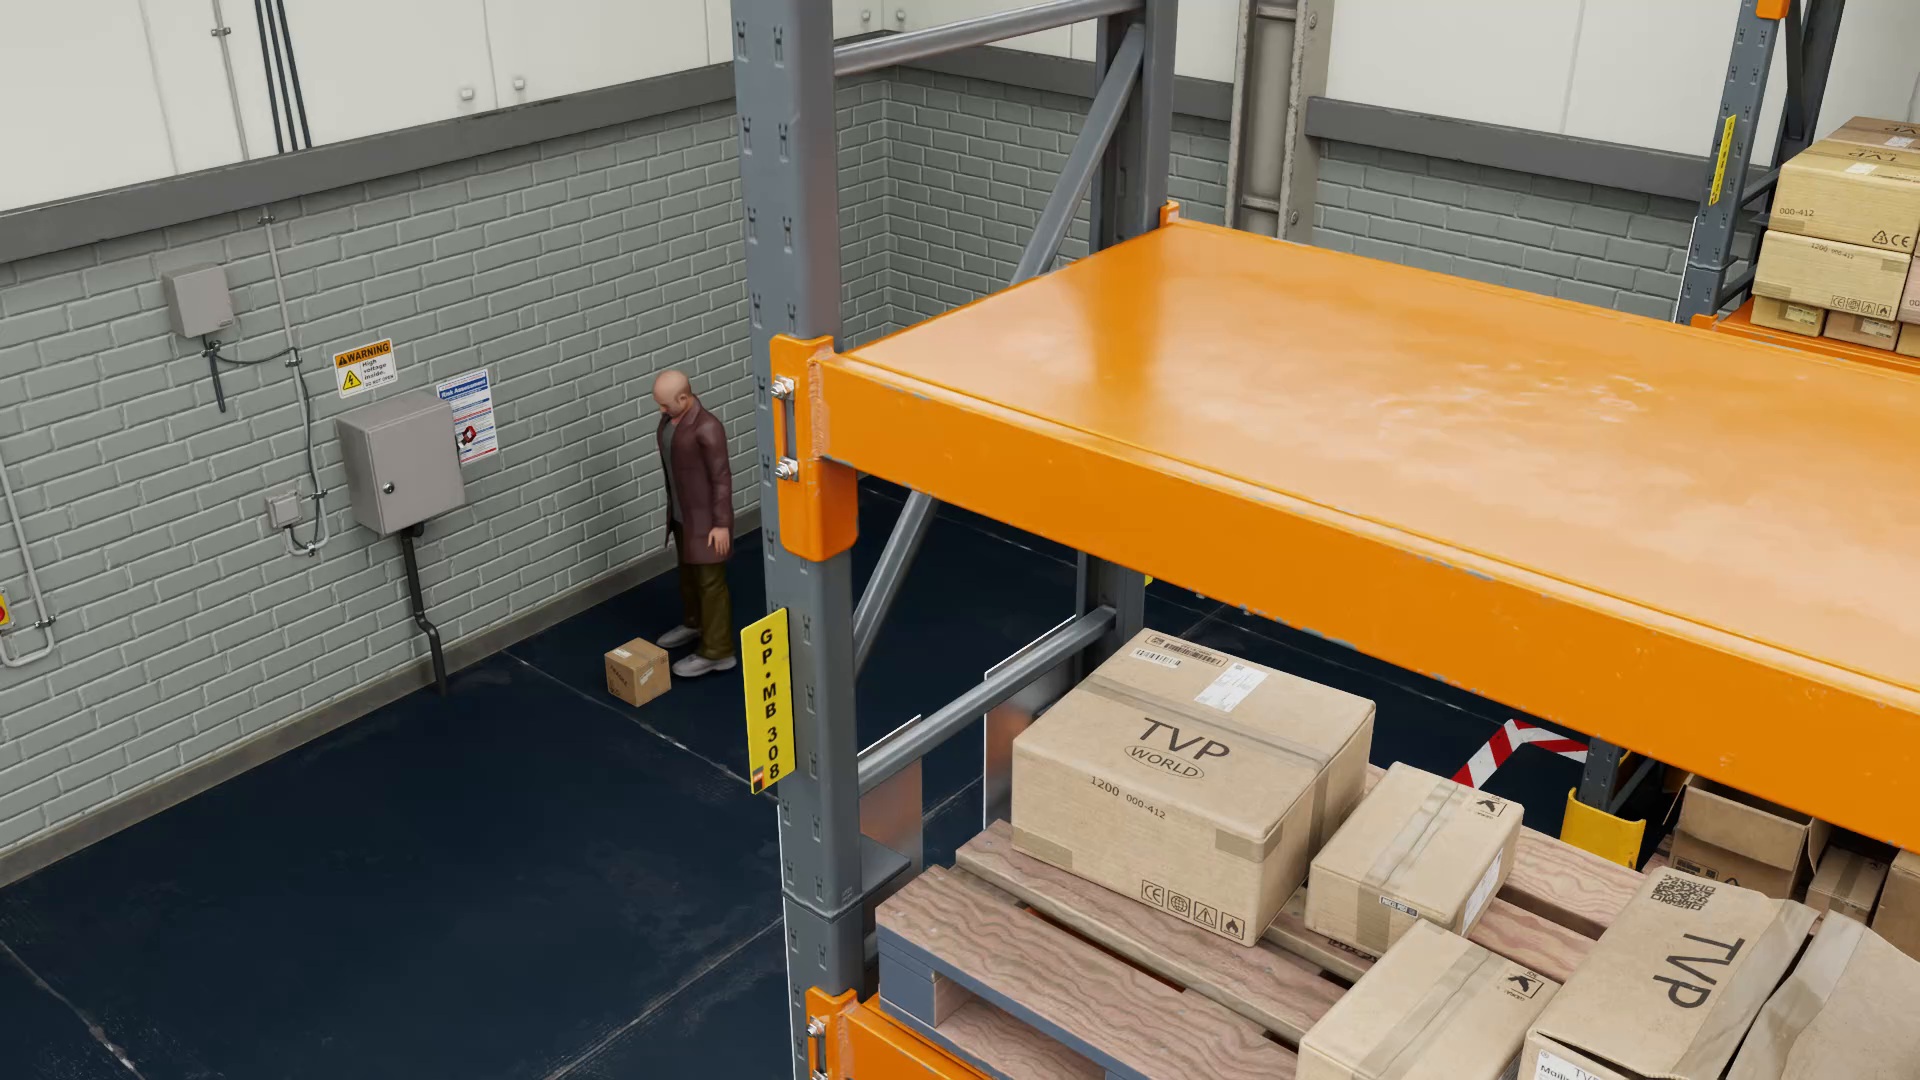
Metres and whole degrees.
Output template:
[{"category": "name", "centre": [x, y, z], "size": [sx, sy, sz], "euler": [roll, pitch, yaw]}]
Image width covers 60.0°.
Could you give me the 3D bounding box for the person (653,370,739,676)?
[{"category": "person", "centre": [-1.516, -0.125, 9.269], "size": [0.459, 1.767, 0.627], "euler": [-21, 34, -35]}]
